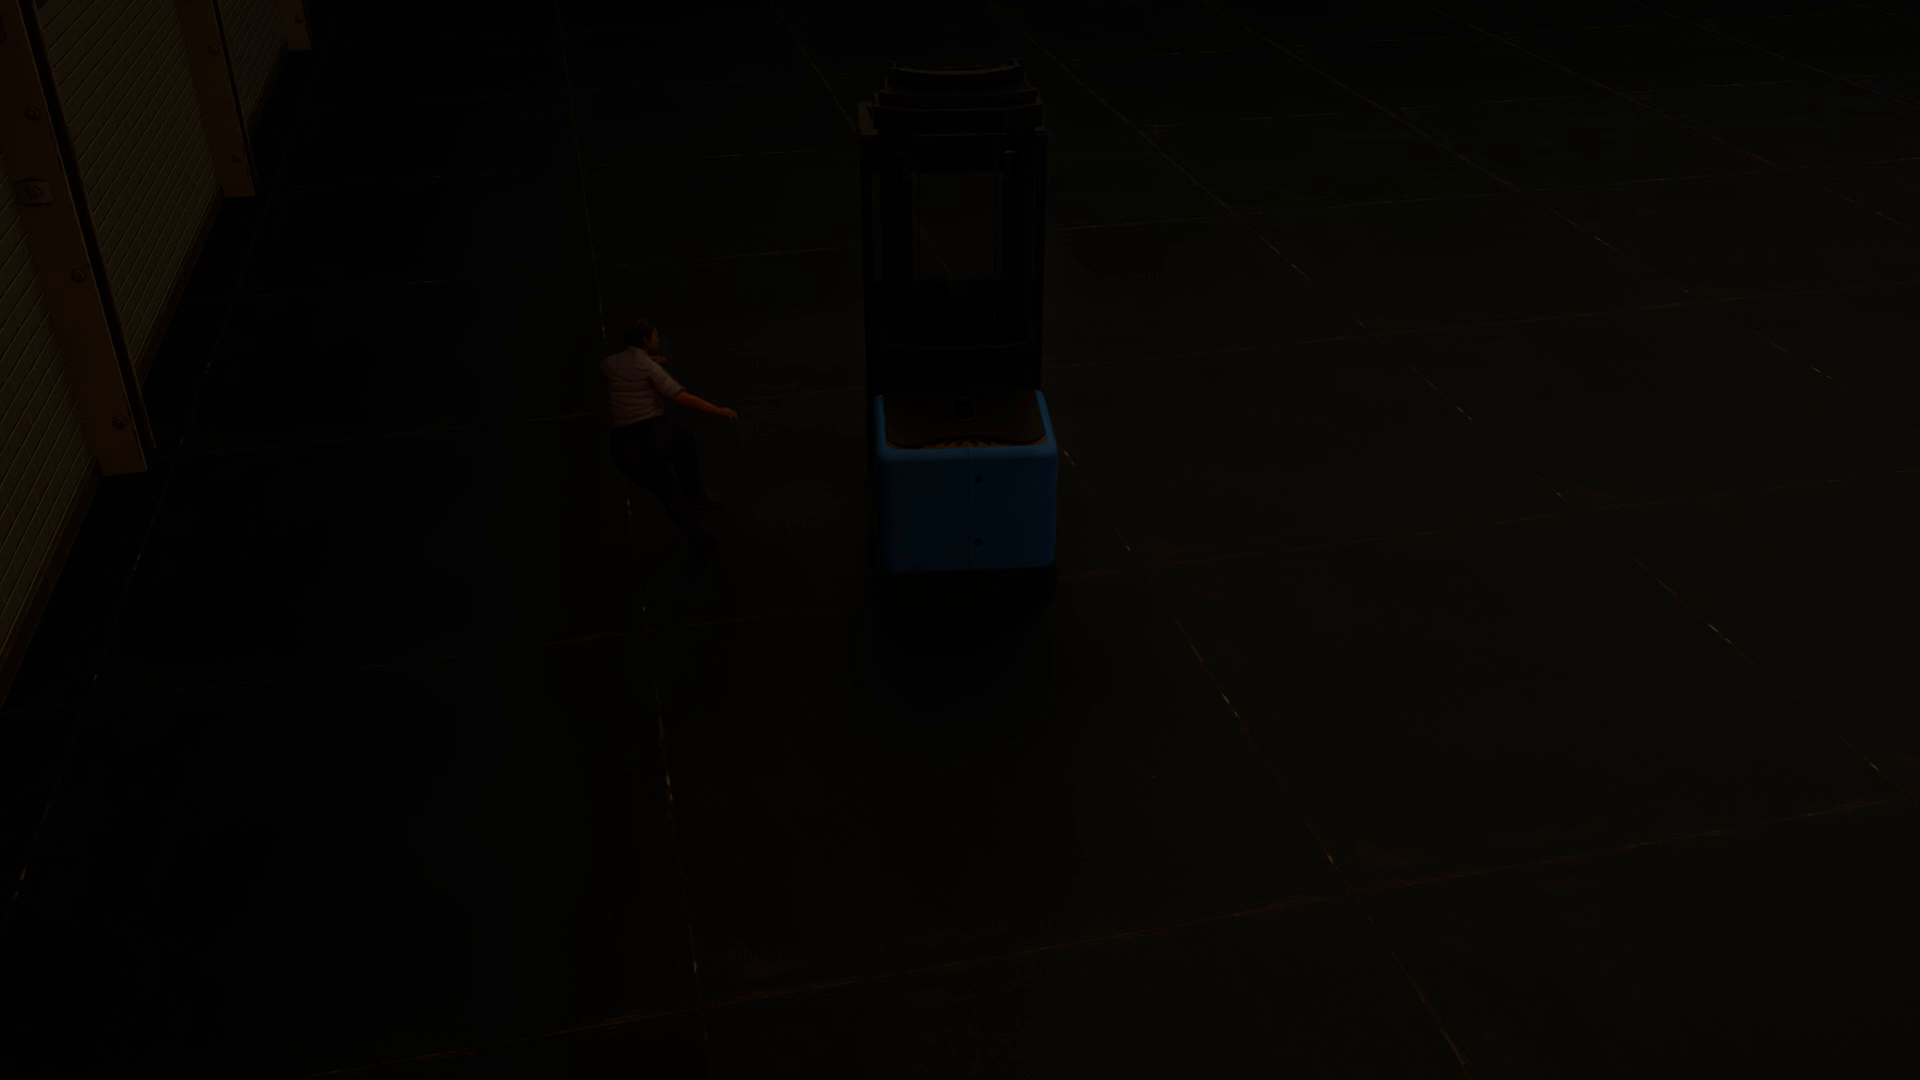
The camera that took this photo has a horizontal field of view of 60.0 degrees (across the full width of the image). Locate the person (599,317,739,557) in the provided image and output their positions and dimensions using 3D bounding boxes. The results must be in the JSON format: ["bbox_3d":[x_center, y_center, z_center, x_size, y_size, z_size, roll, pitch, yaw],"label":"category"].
[{"bbox_3d":[-1.806,-0.677,10.273,0.916,1.424,0.856,4,30,6],"label":"person"}]

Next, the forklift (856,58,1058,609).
[{"bbox_3d":[-0.059,-1.577,10.299,1.130,2.935,3.031,-2,30,-3],"label":"forklift"}]
